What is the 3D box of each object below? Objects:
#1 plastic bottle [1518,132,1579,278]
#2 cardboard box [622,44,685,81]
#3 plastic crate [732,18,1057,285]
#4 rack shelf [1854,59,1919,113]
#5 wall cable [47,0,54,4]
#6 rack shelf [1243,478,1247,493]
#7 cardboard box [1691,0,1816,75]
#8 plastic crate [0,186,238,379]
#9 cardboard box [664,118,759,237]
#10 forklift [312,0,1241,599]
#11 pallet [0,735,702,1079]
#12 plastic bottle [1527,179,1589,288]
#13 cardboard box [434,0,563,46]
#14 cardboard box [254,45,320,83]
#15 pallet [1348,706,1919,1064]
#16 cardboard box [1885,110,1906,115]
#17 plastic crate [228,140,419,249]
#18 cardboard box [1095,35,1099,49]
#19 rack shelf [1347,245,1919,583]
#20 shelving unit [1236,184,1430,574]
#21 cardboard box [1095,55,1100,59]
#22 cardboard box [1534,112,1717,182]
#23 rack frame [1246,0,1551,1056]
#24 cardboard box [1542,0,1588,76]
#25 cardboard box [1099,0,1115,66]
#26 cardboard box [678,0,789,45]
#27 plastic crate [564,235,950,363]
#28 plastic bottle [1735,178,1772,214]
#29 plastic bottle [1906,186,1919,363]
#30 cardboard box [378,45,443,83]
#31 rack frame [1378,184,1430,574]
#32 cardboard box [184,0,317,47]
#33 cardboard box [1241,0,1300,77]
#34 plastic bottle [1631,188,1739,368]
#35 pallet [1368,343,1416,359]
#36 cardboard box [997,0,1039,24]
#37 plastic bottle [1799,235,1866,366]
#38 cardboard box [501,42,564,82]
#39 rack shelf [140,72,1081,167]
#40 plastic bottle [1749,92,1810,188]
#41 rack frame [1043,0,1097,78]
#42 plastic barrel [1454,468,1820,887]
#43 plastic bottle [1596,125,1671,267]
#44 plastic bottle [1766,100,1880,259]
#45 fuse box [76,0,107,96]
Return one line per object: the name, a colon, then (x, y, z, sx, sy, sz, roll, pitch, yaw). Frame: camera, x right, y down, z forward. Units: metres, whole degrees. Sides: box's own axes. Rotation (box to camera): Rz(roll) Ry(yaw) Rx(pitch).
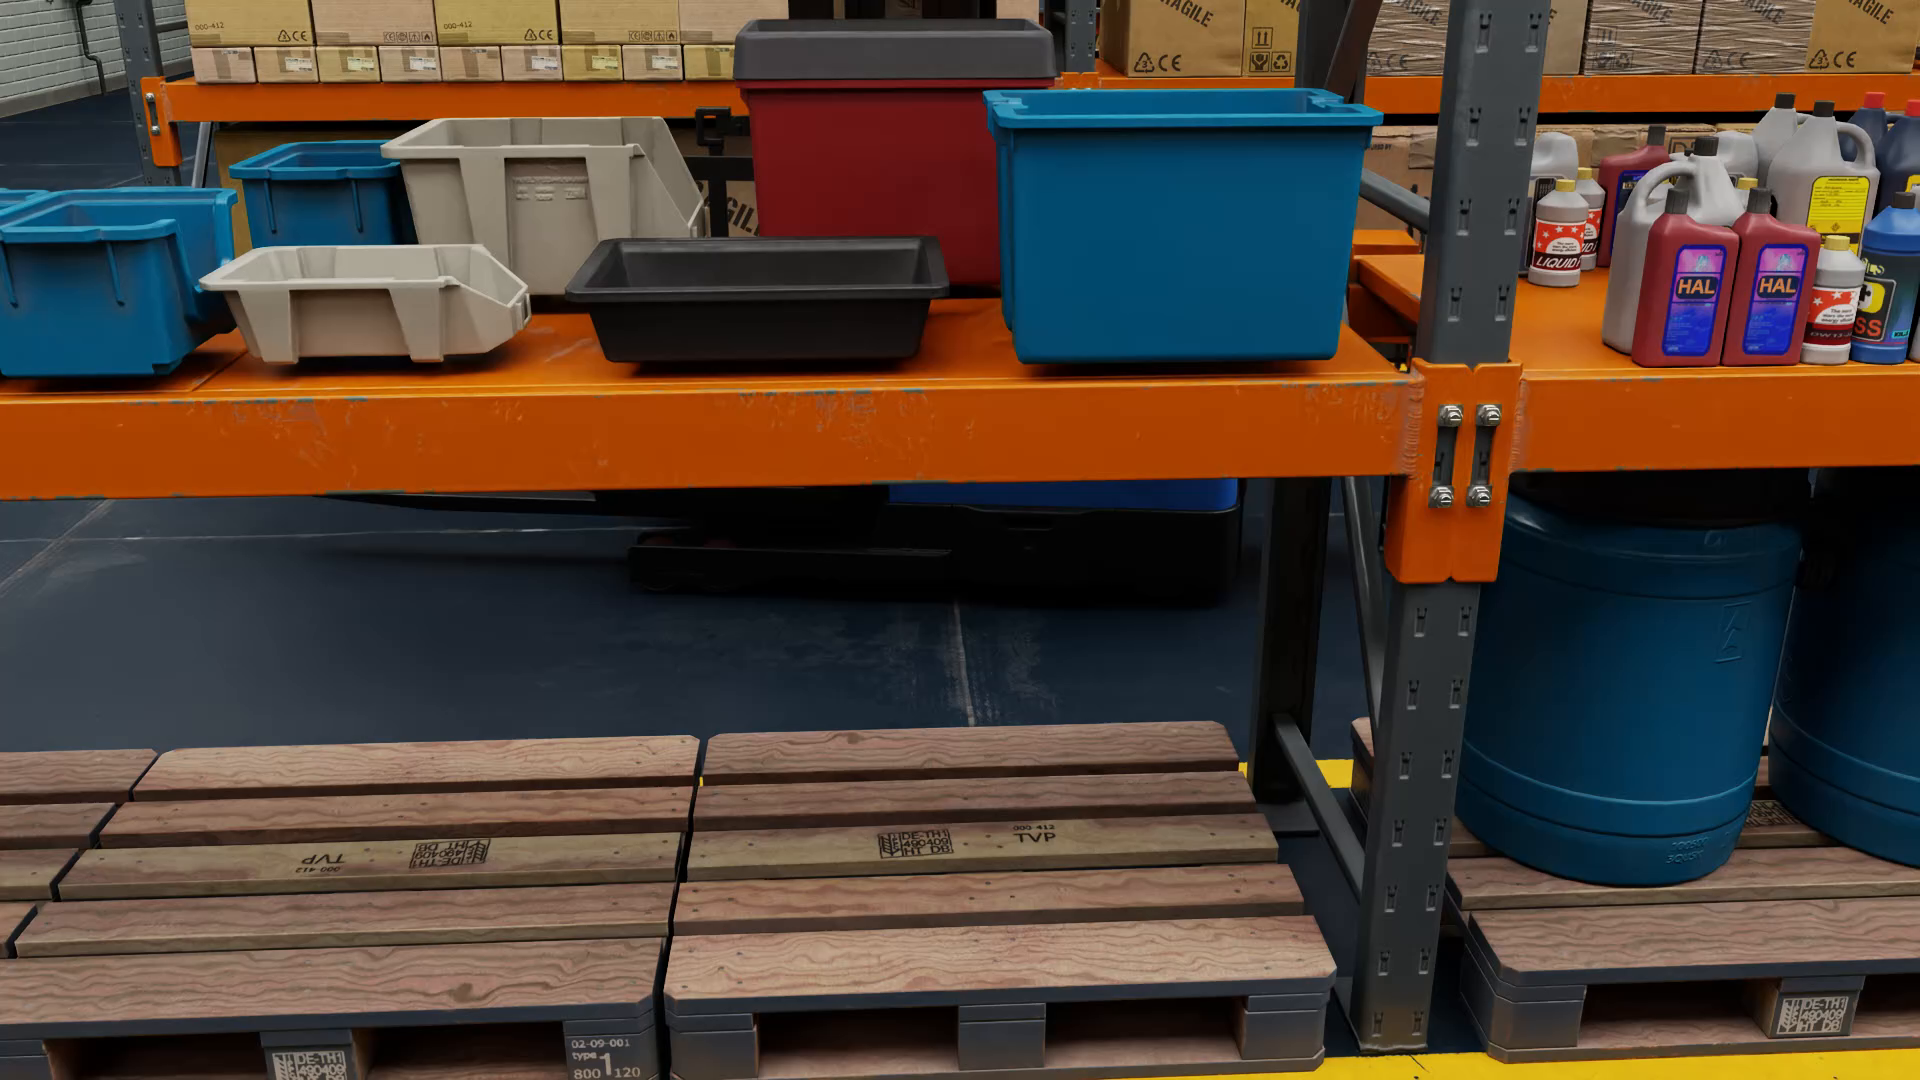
plastic bottle: (1.156, -0.685, 3.379, 0.135, 0.276, 0.152, -1, 21, -3)
cardboard box: (-1.325, -2.109, 7.297, 0.250, 0.149, 0.380, -1, 21, -2)
plastic crate: (-0.125, -0.749, 3.198, 0.583, 0.464, 0.402, -1, 21, -3)
rack shelf: (6.488, -2.165, 8.103, 4.000, 0.370, 1.077, -1, 21, -3)
wall cable: (-9.782, -6.674, 17.508, 0.122, 1.984, 0.588, -1, 21, -3)
rack shelf: (1.150, -0.254, 5.349, 0.480, 0.148, 0.258, 2, 21, 5)
cardboard box: (3.515, -2.401, 7.572, 0.500, 0.500, 0.500, -1, 21, -4)
plastic crate: (-1.334, -0.410, 2.632, 0.300, 0.233, 0.416, -1, 21, -3)
cardboard box: (-1.064, -1.580, 7.950, 0.875, 0.875, 0.875, -1, 21, -3)
forklift: (-0.621, -1.389, 5.151, 3.031, 2.935, 1.130, 2, 21, 5)
pallet: (-1.172, 0.738, 3.387, 1.213, 0.211, 1.003, -1, 21, -3)
plastic bottle: (1.181, -0.606, 3.277, 0.097, 0.201, 0.097, 0, 21, 0)
cardboard box: (-1.981, -2.303, 7.247, 0.500, 0.250, 0.500, -2, 21, -5)
cardboard box: (-2.866, -2.077, 7.213, 0.250, 0.149, 0.380, -1, 21, -4)
pallet: (1.553, 0.682, 3.533, 1.213, 0.211, 1.003, -1, 21, -3)
cardboard box: (6.725, -3.388, 12.876, 0.750, 0.750, 1.050, -1, 21, -3)
plastic crate: (-1.177, -0.621, 3.189, 0.300, 0.233, 0.416, -1, 21, -3)
cardboard box: (1.448, -5.165, 17.368, 0.875, 0.875, 0.875, -1, 21, -1)
rack shelf: (2.777, -0.325, 3.269, 4.000, 0.370, 1.077, -1, 21, -3)
shelving unit: (1.150, -0.503, 5.255, 0.503, 1.200, 0.258, 2, 21, 5)
cardboard box: (1.068, -3.443, 12.318, 0.500, 0.250, 0.500, -2, 21, -5)
cardboard box: (2.911, -1.642, 8.114, 0.875, 0.875, 1.225, -1, 21, -3)
rack frame: (0.780, -0.620, 3.034, 0.127, 3.000, 1.000, -1, 21, -3)
cardboard box: (2.488, -2.380, 7.515, 0.500, 0.500, 0.500, -1, 21, -2)
cardboard box: (0.949, -2.533, 7.917, 0.500, 0.500, 0.500, -1, 21, -3)
cardboard box: (-0.954, -2.324, 7.303, 0.500, 0.250, 0.500, -1, 21, -2)
plastic crate: (-0.322, -0.401, 2.762, 0.590, 0.125, 0.437, -1, 21, -3)
plastic bottle: (1.546, -0.614, 3.296, 0.097, 0.201, 0.097, 0, 21, 0)
plastic bottle: (1.630, -0.444, 2.745, 0.135, 0.276, 0.152, -1, 21, -3)
cardboard box: (-2.351, -2.088, 7.242, 0.250, 0.149, 0.380, -1, 21, -4)
rack frame: (1.393, -0.495, 5.235, 0.015, 1.200, 0.240, 2, 21, 5)
cardboard box: (-3.001, -2.281, 7.189, 0.500, 0.250, 0.500, -2, 21, -4)
cardboard box: (1.473, -2.357, 7.457, 0.500, 0.500, 0.500, -1, 21, -3)
plastic bottle: (1.171, -0.422, 2.676, 0.133, 0.283, 0.061, -1, 21, -3)
pallet: (2.485, -1.145, 8.331, 1.213, 0.211, 1.003, -1, 21, -3)
cardboard box: (0.072, -2.346, 7.361, 0.500, 0.250, 0.500, -2, 21, -4)
plastic bottle: (1.418, -0.395, 2.721, 0.097, 0.201, 0.097, 0, 21, 0)
cardboard box: (-1.839, -2.098, 7.269, 0.250, 0.149, 0.380, -1, 21, -4)
rack shelf: (-1.499, -2.003, 7.677, 4.000, 0.370, 1.077, -1, 21, -3)
plastic bottle: (1.679, -0.732, 3.397, 0.185, 0.351, 0.144, -1, 21, -3)
rack frame: (0.498, -2.380, 7.655, 0.127, 3.000, 1.000, -1, 21, -3)
plastic barrel: (1.325, 0.159, 3.346, 0.708, 0.901, 0.600, -1, 21, -3)
plastic bottle: (1.384, -0.709, 3.432, 0.133, 0.283, 0.061, -1, 21, -3)
plastic bottle: (1.688, -0.681, 3.263, 0.185, 0.351, 0.144, -1, 21, -3)
fuse box: (-9.664, -5.843, 18.563, 0.414, 1.711, 0.539, -1, 21, -3)
